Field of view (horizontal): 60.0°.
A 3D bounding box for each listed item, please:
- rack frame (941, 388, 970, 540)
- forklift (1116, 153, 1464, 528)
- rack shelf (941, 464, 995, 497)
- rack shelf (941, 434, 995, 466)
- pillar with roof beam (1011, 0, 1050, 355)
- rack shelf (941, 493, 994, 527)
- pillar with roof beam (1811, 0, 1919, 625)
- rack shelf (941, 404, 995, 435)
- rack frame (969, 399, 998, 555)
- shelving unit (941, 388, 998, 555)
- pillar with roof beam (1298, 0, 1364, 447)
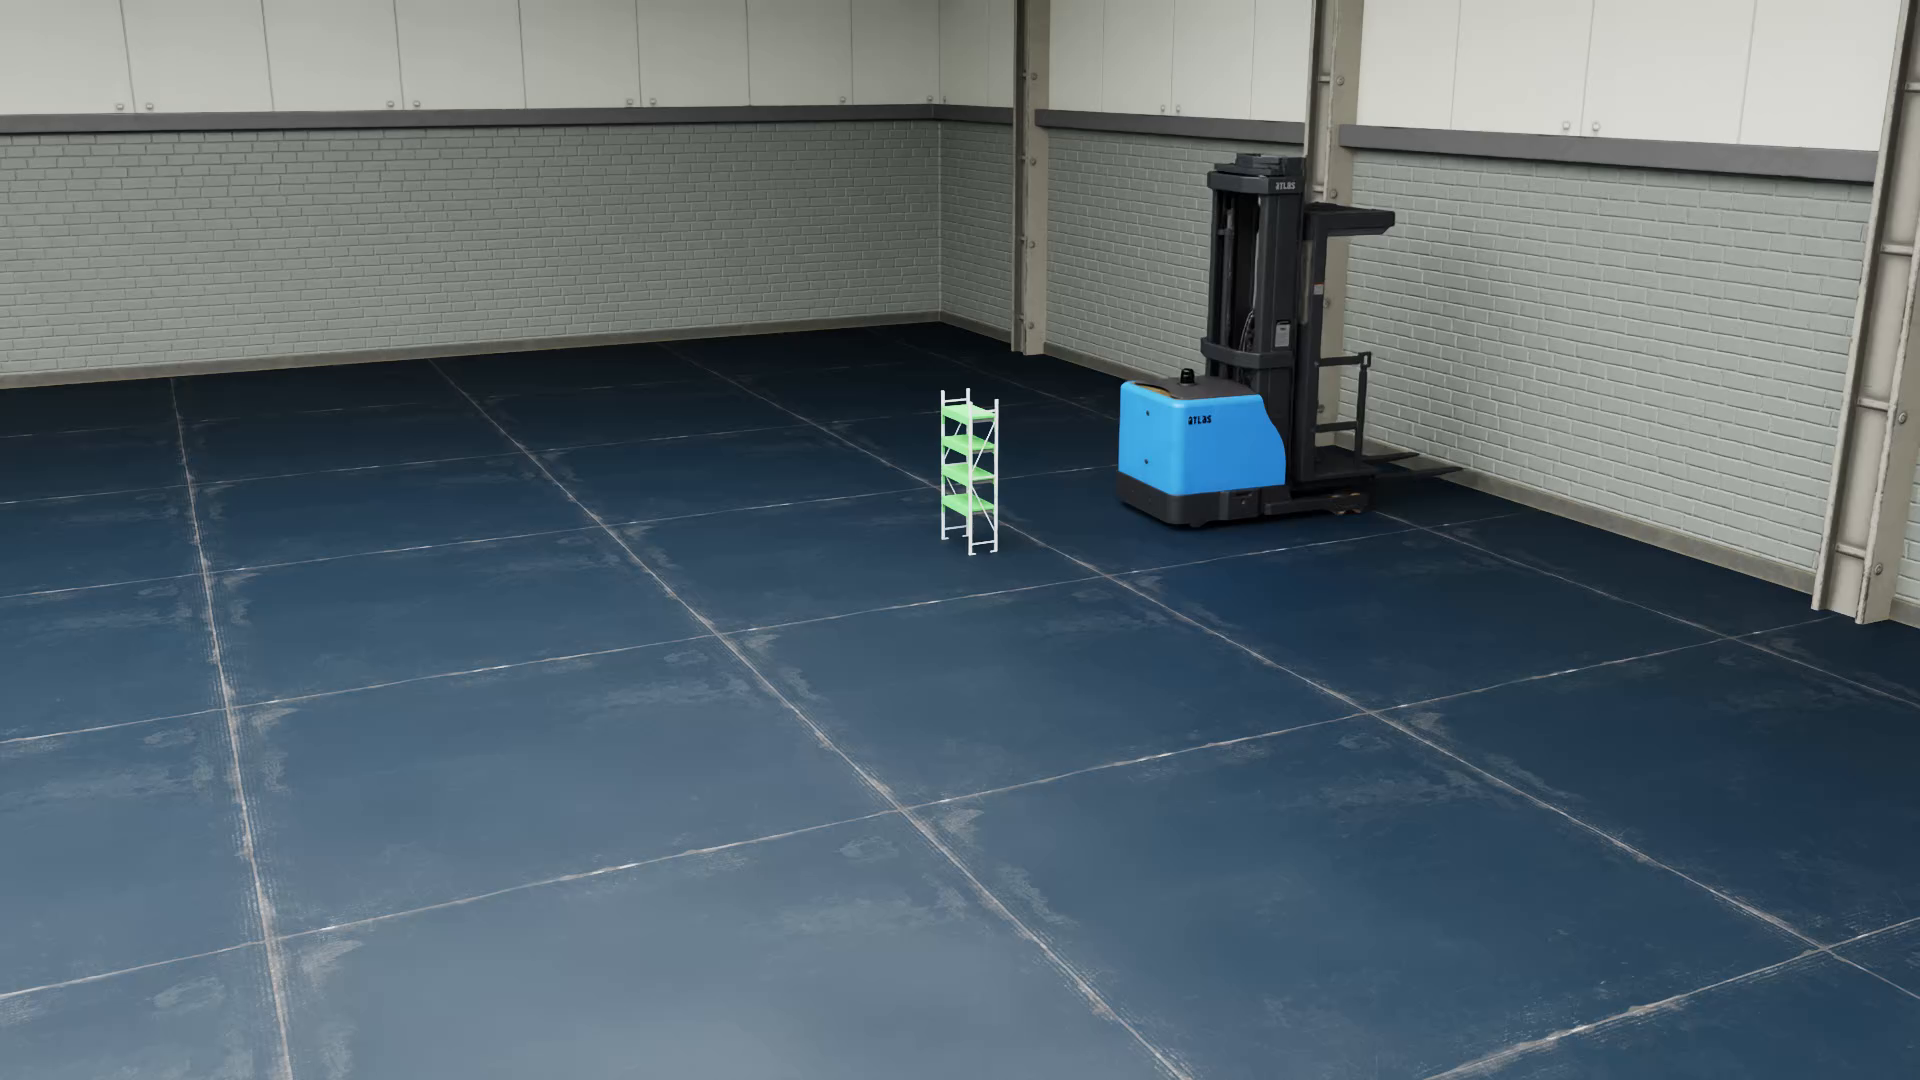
[{"bbox_3d":[-0.034,-0.596,13.153,0.240,1.200,0.015,-8,18,-25],"label":"rack frame"},{"bbox_3d":[2.907,-1.747,14.026,3.031,2.935,1.130,-6,17,-21],"label":"forklift"},{"bbox_3d":[0.073,-0.474,12.960,0.258,0.148,0.480,-8,18,-25],"label":"rack shelf"},{"bbox_3d":[0.073,-0.705,12.894,0.258,0.148,0.480,-8,18,-25],"label":"rack shelf"},{"bbox_3d":[-2.972,-6.275,18.804,9.100,9.000,0.400,-8,18,-25],"label":"pillar with roof beam"},{"bbox_3d":[0.073,-0.244,13.026,0.258,0.148,0.480,-8,18,-25],"label":"rack shelf"},{"bbox_3d":[2.285,-3.300,8.436,9.100,9.000,0.400,-8,18,-25],"label":"pillar with roof beam"},{"bbox_3d":[0.073,-0.936,12.827,0.258,0.148,0.480,-8,18,-25],"label":"rack shelf"},{"bbox_3d":[0.179,-0.475,12.731,0.240,1.200,0.015,-8,18,-25],"label":"rack frame"},{"bbox_3d":[0.073,-0.536,12.942,0.258,1.200,0.503,-8,18,-25],"label":"shelving unit"},{"bbox_3d":[-0.344,-4.788,13.620,9.100,9.000,0.400,-8,18,-25],"label":"pillar with roof beam"}]
